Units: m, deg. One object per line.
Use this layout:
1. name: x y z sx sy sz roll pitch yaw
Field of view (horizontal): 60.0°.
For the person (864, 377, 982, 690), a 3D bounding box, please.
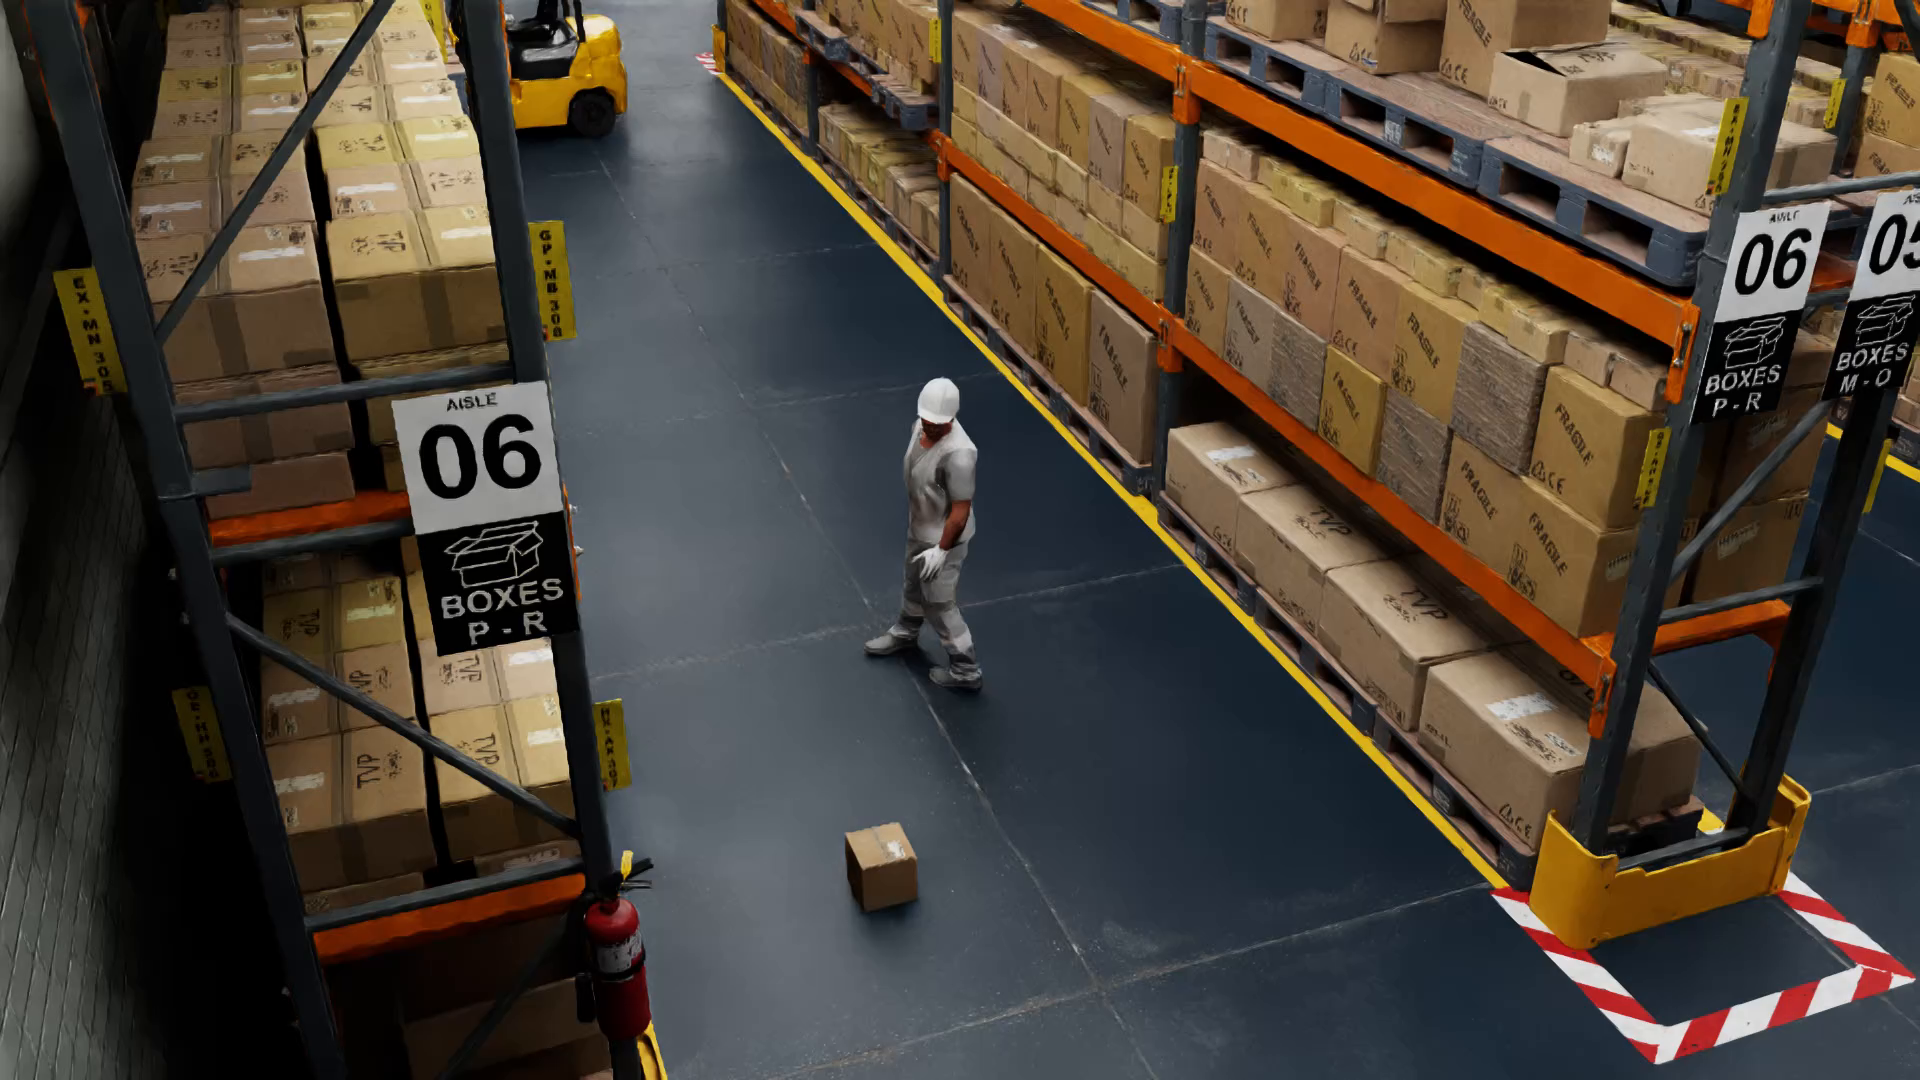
1. person: -0.193 -0.048 8.442 0.546 1.764 0.652 -7 30 -13
